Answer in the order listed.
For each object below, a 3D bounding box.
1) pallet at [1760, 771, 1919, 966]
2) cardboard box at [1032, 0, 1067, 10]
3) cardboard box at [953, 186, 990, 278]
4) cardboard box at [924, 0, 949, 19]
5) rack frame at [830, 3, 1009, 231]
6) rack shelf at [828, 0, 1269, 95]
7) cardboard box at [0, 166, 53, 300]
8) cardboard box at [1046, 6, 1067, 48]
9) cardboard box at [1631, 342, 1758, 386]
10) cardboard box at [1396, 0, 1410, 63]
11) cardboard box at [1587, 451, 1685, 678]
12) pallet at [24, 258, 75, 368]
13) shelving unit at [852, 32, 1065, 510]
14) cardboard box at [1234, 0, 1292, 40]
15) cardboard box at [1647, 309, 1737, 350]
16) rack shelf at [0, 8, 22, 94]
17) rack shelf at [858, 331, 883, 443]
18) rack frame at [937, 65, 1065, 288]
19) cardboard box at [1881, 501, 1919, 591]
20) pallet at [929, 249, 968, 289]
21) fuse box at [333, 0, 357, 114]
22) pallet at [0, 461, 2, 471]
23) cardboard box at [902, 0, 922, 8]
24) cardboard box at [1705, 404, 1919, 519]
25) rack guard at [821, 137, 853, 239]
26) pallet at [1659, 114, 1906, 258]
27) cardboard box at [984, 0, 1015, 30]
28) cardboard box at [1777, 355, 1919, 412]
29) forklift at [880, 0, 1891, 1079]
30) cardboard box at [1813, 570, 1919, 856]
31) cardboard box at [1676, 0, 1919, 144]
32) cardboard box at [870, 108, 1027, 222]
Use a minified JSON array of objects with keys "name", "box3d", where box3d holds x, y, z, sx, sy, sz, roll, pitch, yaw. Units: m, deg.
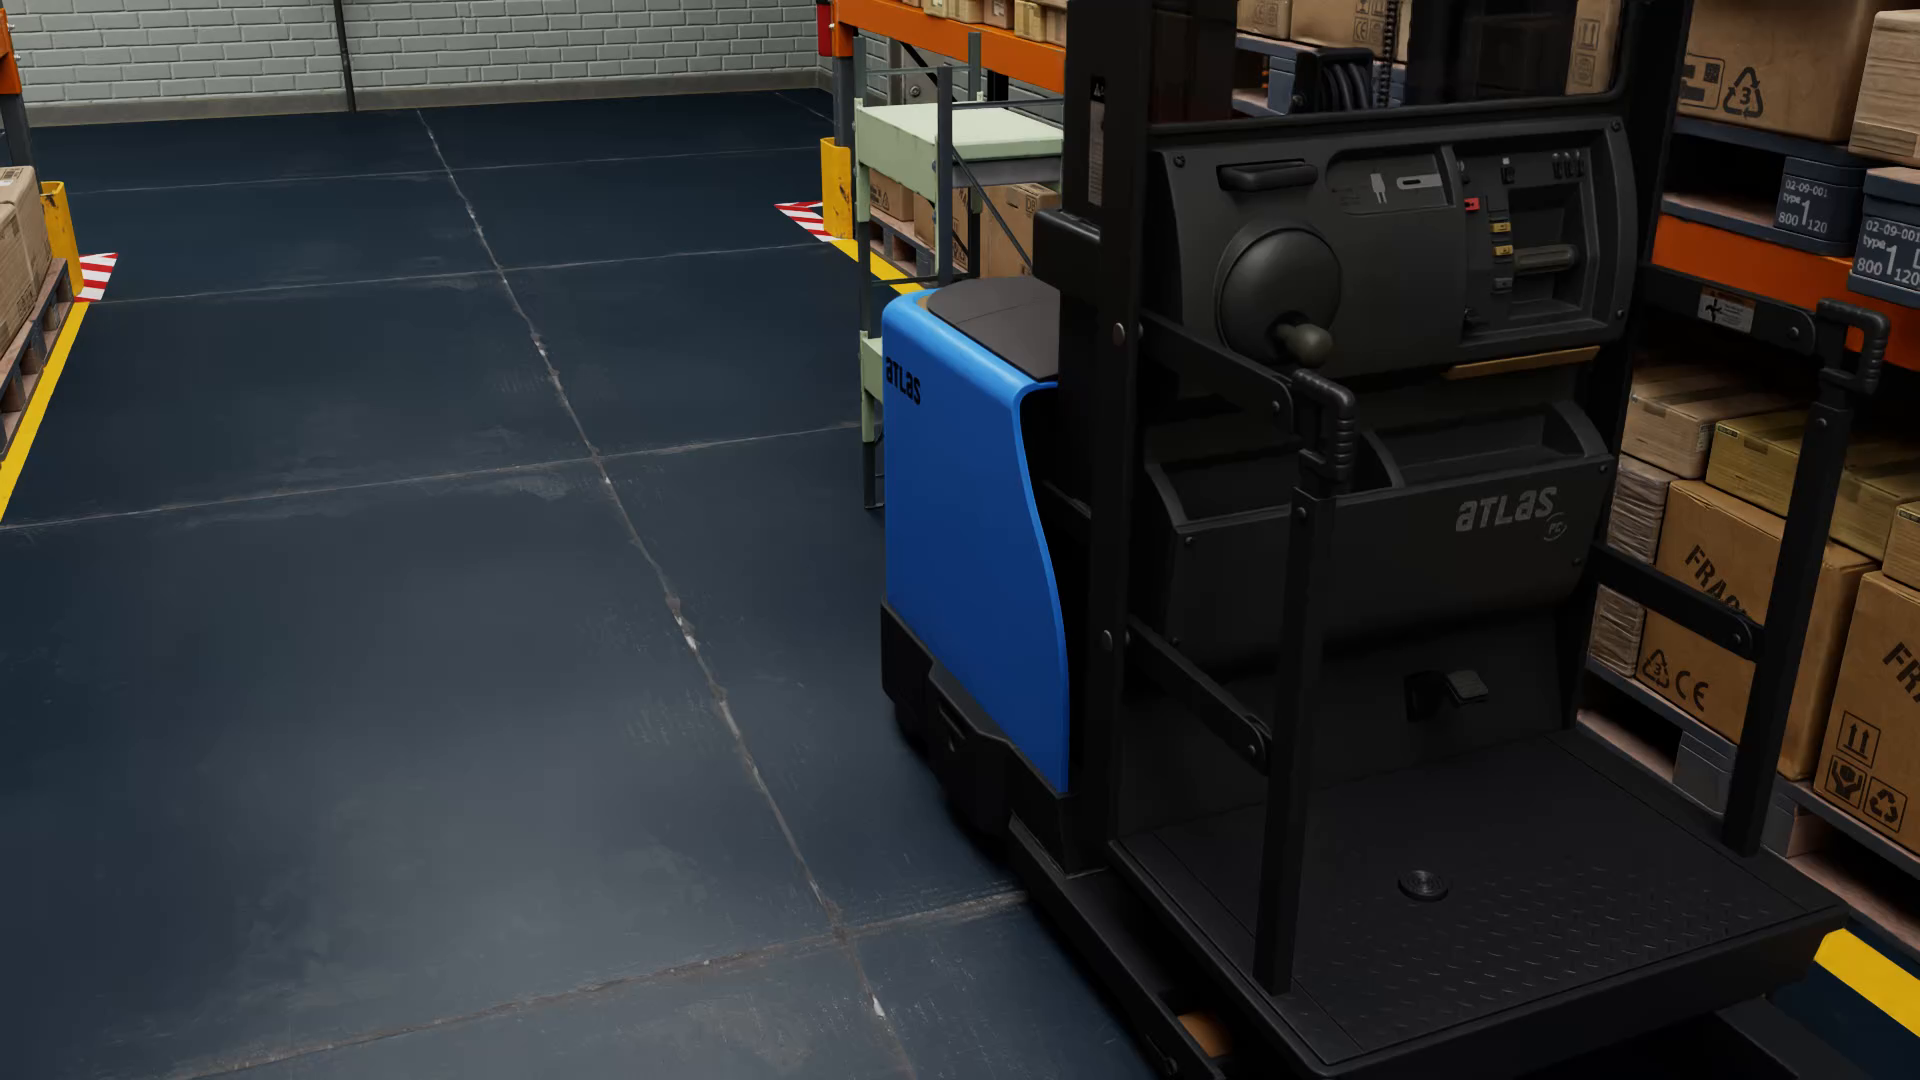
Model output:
[{"name":"pallet","box3d":[2.384,0.706,3.304,1.003,0.211,1.213,-8,24,-19]},{"name":"cardboard box","box3d":[0.601,-2.156,6.312,0.500,0.250,0.500,-8,24,-19]},{"name":"cardboard box","box3d":[0.273,-1.494,7.610,0.500,0.500,0.500,-8,24,-18]},{"name":"cardboard box","box3d":[0.055,-2.462,7.552,0.380,0.149,0.250,-9,24,-20]},{"name":"rack frame","box3d":[-0.213,-3.209,9.003,1.000,3.000,0.127,-8,24,-19]},{"name":"rack shelf","box3d":[0.493,-2.151,7.418,1.077,0.370,4.000,-8,24,-19]},{"name":"cardboard box","box3d":[-4.529,-1.314,7.263,0.875,0.438,0.875,-9,25,-21]},{"name":"cardboard box","box3d":[0.557,-2.003,6.464,0.380,0.149,0.250,-8,24,-18]},{"name":"cardboard box","box3d":[1.720,-0.370,4.108,0.380,0.149,0.250,-8,24,-19]},{"name":"cardboard box","box3d":[1.332,-1.330,4.176,0.396,0.266,0.258,-7,24,-16]},{"name":"cardboard box","box3d":[1.707,-0.028,4.131,0.500,0.500,0.500,-9,25,-21]},{"name":"pallet","box3d":[-4.500,-0.962,7.261,1.003,0.211,1.213,-8,24,-19]},{"name":"shelving unit","box3d":[0.002,-0.689,4.953,0.431,1.500,0.755,-8,24,-19]},{"name":"cardboard box","box3d":[1.161,-1.789,4.963,0.700,0.500,0.500,-8,24,-18]},{"name":"cardboard box","box3d":[2.097,-0.538,4.507,0.380,0.149,0.250,-8,24,-18]},{"name":"rack shelf","box3d":[-4.149,-1.469,5.799,1.077,0.370,4.000,-8,24,-19]},{"name":"rack shelf","box3d":[0.002,-0.388,5.080,0.431,0.370,0.720,-8,24,-19]},{"name":"rack frame","box3d":[0.132,-0.556,4.637,0.400,1.500,0.023,-8,24,-19]},{"name":"cardboard box","box3d":[2.024,0.015,3.194,0.380,0.149,0.250,-9,25,-21]},{"name":"pallet","box3d":[0.523,-1.165,7.742,1.003,0.211,1.213,-8,24,-19]},{"name":"fuse box","box3d":[-4.853,-4.214,13.045,0.539,1.711,0.414,-8,24,-19]},{"name":"pallet","box3d":[-3.638,-0.076,5.158,1.003,0.211,1.213,-8,24,-19]},{"name":"cardboard box","box3d":[-0.063,-2.660,8.021,0.380,0.149,0.250,-8,24,-17]},{"name":"cardboard box","box3d":[1.885,-0.177,3.651,0.380,0.149,0.250,-9,24,-20]},{"name":"rack guard","box3d":[-0.186,-2.030,9.423,1.175,0.500,0.348,-8,24,-19]},{"name":"pallet","box3d":[1.922,-0.920,3.818,1.003,0.211,1.213,-8,24,-19]},{"name":"cardboard box","box3d":[0.322,-2.285,7.132,0.380,0.149,0.250,-8,24,-19]},{"name":"cardboard box","box3d":[2.213,-0.338,4.032,0.380,0.149,0.250,-8,24,-19]},{"name":"forklift","box3d":[0.845,-0.481,2.617,1.130,2.935,3.031,-9,25,-21]},{"name":"cardboard box","box3d":[2.095,0.348,3.239,0.500,0.500,0.500,-9,24,-20]},{"name":"cardboard box","box3d":[1.863,-1.111,3.351,0.797,0.503,0.637,-9,24,-20]},{"name":"cardboard box","box3d":[-0.086,-2.017,8.848,0.797,0.503,0.637,-9,25,-21]}]
